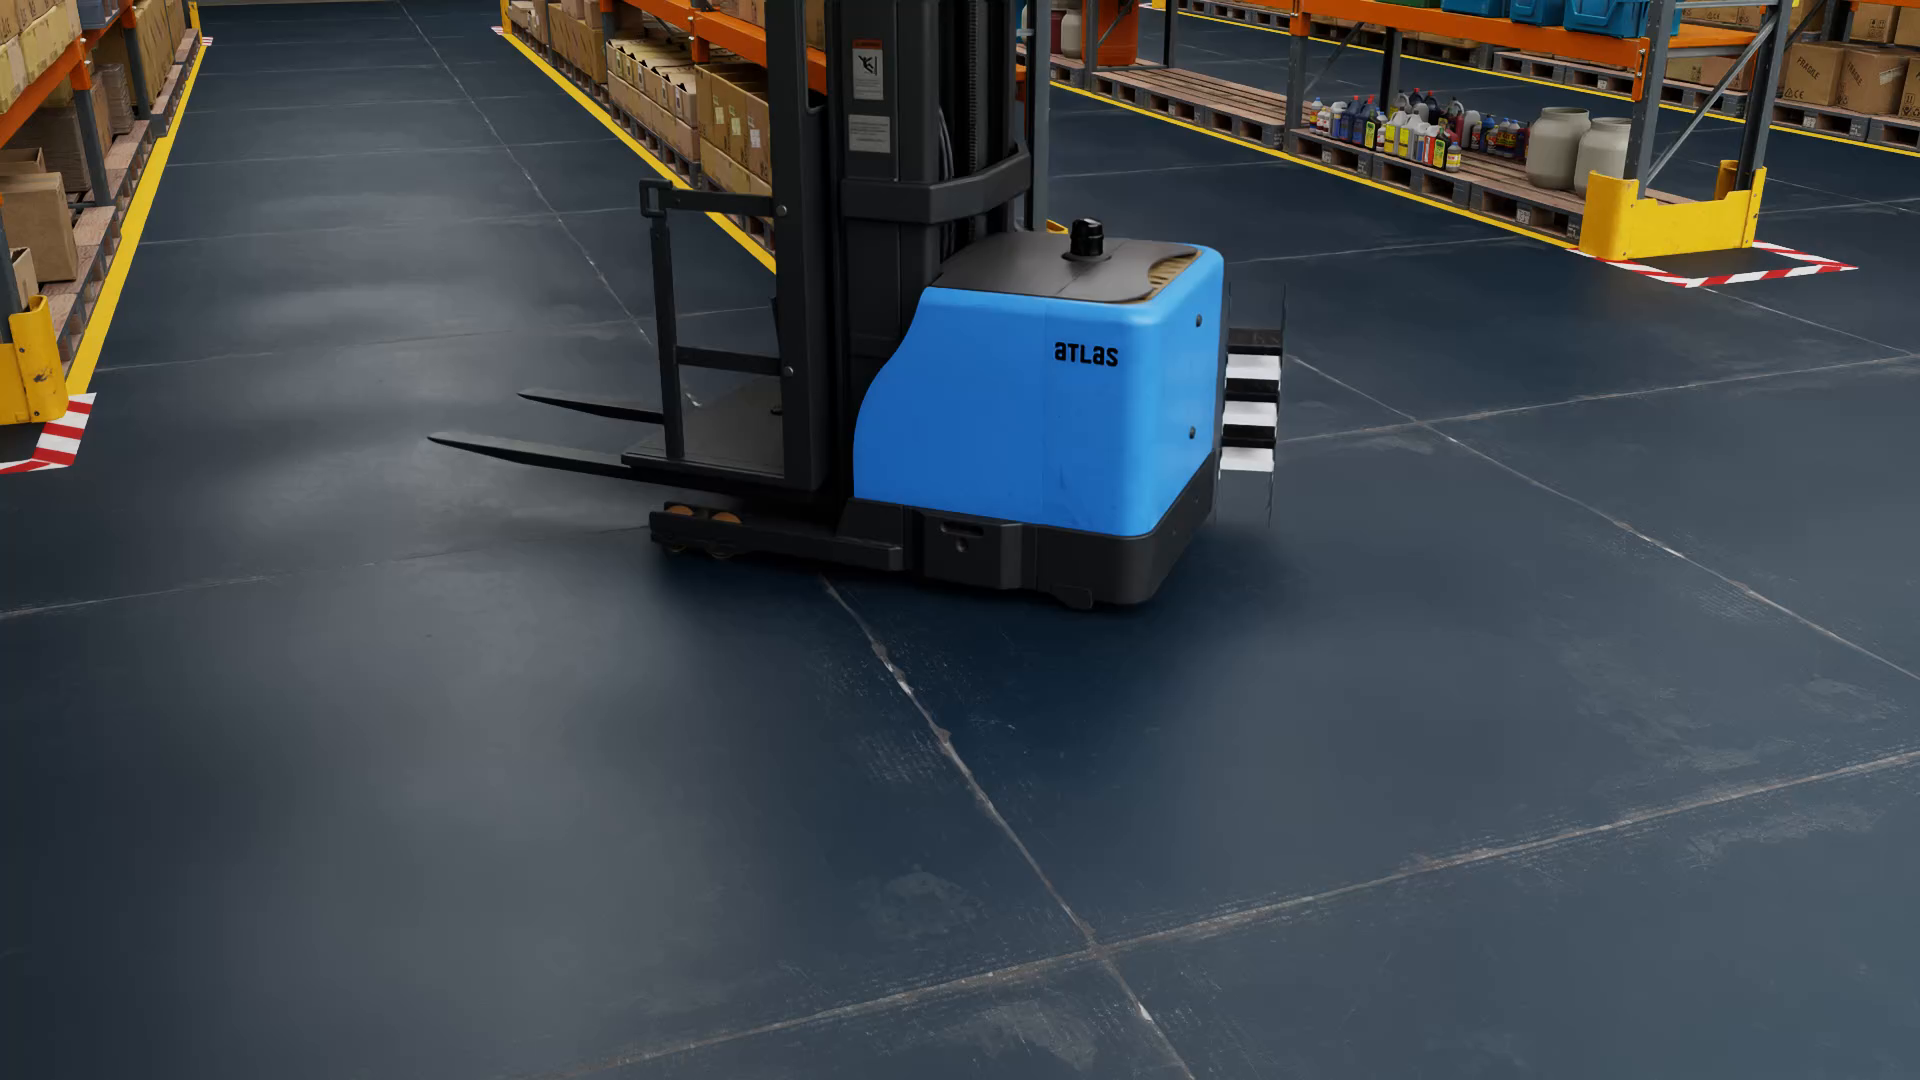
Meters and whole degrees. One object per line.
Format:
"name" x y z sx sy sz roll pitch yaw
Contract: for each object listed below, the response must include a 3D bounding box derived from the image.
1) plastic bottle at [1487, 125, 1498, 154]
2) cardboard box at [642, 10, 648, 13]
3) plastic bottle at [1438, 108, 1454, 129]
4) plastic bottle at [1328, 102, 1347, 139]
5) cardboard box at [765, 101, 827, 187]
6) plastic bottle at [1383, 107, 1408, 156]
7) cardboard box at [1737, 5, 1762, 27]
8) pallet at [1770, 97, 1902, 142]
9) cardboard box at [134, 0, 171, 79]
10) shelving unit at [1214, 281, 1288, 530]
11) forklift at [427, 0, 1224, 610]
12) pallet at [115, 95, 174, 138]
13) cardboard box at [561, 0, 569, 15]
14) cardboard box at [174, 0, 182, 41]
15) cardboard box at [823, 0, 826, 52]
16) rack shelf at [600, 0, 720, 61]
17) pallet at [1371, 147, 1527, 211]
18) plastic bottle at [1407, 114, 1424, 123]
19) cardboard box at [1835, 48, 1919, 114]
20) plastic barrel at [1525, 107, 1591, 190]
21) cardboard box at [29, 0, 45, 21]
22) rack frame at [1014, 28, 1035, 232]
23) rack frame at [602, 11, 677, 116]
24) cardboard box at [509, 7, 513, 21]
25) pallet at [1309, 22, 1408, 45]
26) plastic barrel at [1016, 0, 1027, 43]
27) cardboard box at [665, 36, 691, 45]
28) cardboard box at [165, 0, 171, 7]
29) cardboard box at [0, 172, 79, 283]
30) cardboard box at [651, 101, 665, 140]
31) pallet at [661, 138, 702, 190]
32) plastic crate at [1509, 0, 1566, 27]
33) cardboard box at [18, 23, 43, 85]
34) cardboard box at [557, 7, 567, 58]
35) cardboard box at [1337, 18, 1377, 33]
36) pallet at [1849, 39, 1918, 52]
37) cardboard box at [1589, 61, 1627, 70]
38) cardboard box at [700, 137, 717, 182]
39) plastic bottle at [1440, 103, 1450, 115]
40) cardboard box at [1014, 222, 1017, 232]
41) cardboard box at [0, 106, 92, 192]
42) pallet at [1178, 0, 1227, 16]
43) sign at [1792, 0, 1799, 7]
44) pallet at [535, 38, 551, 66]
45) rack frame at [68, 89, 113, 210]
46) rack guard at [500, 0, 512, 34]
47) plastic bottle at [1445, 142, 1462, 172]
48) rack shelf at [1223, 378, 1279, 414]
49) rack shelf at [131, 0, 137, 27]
"plastic bottle" 4.076 -3.053 12.668 0.097 0.201 0.097 0 23 0
"cardboard box" -3.472 -5.471 18.021 0.500 0.500 0.500 -8 24 -18
"plastic bottle" 3.795 -3.241 13.008 0.061 0.283 0.133 -8 24 -19
"plastic bottle" 3.045 -3.353 13.283 0.152 0.276 0.135 -7 24 -17
"cardboard box" -0.854 -2.350 9.999 0.500 0.500 0.500 -8 24 -19
"plastic bottle" 3.317 -3.104 12.595 0.144 0.351 0.185 -9 24 -19
"cardboard box" 10.442 -6.906 21.450 0.500 0.500 0.500 -7 24 -17
"pallet" 8.107 -3.850 15.113 1.003 0.211 1.213 -8 24 -19
"cardboard box" -8.223 -4.904 16.251 0.750 0.750 0.750 -8 24 -17
"shelving unit" 1.096 -0.504 6.288 0.210 0.900 0.258 3 23 8
"forklift" -0.605 -1.461 5.944 3.031 2.935 1.130 9 24 20
"pallet" -7.686 -3.801 14.996 1.003 0.211 1.213 -8 24 -19
"cardboard box" -3.962 -5.747 17.710 0.500 0.250 0.500 -8 24 -19
"cardboard box" -9.608 -6.132 19.615 0.700 0.500 0.500 -9 25 -21
"cardboard box" -0.362 -2.971 9.307 0.700 0.500 0.500 -8 24 -18
"rack shelf" -2.139 -4.412 13.781 1.077 0.370 4.000 -8 24 -19
"pallet" 3.836 -2.716 12.422 1.003 0.211 1.213 -8 24 -19
"plastic bottle" 3.446 -3.099 12.680 0.152 0.276 0.135 -8 24 -19
"cardboard box" 8.150 -4.058 14.694 0.500 0.500 0.500 -1 23 -2
"plastic barrel" 4.135 -2.699 11.454 0.421 0.512 0.421 0 23 0
"cardboard box" -5.075 -2.938 8.560 0.500 0.500 0.500 -8 24 -17
"rack frame" -0.022 -2.563 8.468 0.949 2.616 0.053 -8 24 -19
"rack frame" -2.845 -5.470 15.366 1.000 3.000 0.127 -8 24 -19
"cardboard box" -5.757 -6.984 22.039 0.380 0.166 0.250 -8 24 -19
"pallet" 5.354 -6.726 21.936 1.003 0.211 1.213 -8 24 -19
"plastic barrel" 0.803 -6.371 19.664 0.600 0.901 0.708 -8 24 -19
"cardboard box" -2.430 -4.498 15.338 0.500 0.311 0.500 -8 24 -18
"cardboard box" -9.010 -6.018 18.509 0.380 0.149 0.250 -8 24 -17
"cardboard box" -5.226 -1.677 9.019 0.700 0.500 0.500 -10 25 -22
"cardboard box" -2.208 -3.424 13.510 0.500 0.250 0.500 -8 24 -18
"pallet" -1.729 -2.994 13.081 1.003 0.211 1.213 -8 24 -19
"plastic crate" 3.935 -3.550 11.003 0.499 0.251 0.408 -8 24 -19
"cardboard box" -4.899 -2.416 8.287 0.500 0.250 0.500 -9 24 -20
"cardboard box" -4.117 -5.573 18.261 0.500 0.500 0.500 -8 24 -18
"cardboard box" 5.572 -6.941 21.051 1.225 0.875 0.875 -9 25 -21
"pallet" 11.307 -5.890 19.952 1.003 0.211 1.213 -8 24 -19
"cardboard box" 7.094 -5.233 17.456 0.700 0.500 0.500 -6 24 -15
"cardboard box" -1.552 -2.733 11.871 0.500 0.250 0.500 -8 24 -19
"plastic bottle" 3.864 -3.328 13.215 0.061 0.283 0.133 -7 24 -15
"cardboard box" -0.001 -1.715 9.456 0.500 0.250 0.500 -8 24 -19
"cardboard box" -6.341 -2.651 11.331 0.700 0.500 0.500 -7 24 -17
"pallet" 3.953 -8.170 25.362 1.003 0.211 1.213 -8 24 -19
"sign" 5.132 -3.443 10.200 0.100 0.325 0.005 -8 24 -19
"pallet" -4.500 -5.888 19.948 1.003 0.211 1.213 -8 24 -19
"rack frame" -6.065 -3.335 10.302 1.000 3.000 0.127 -8 24 -19
"rack guard" -5.645 -7.197 22.682 1.175 0.500 0.348 -8 24 -19
"plastic bottle" 3.557 -2.762 11.977 0.097 0.201 0.097 0 23 0
"rack shelf" 1.096 -0.557 6.266 0.200 0.077 0.258 3 23 8
"rack shelf" -8.185 -5.184 15.614 1.077 0.370 4.000 -8 24 -19
